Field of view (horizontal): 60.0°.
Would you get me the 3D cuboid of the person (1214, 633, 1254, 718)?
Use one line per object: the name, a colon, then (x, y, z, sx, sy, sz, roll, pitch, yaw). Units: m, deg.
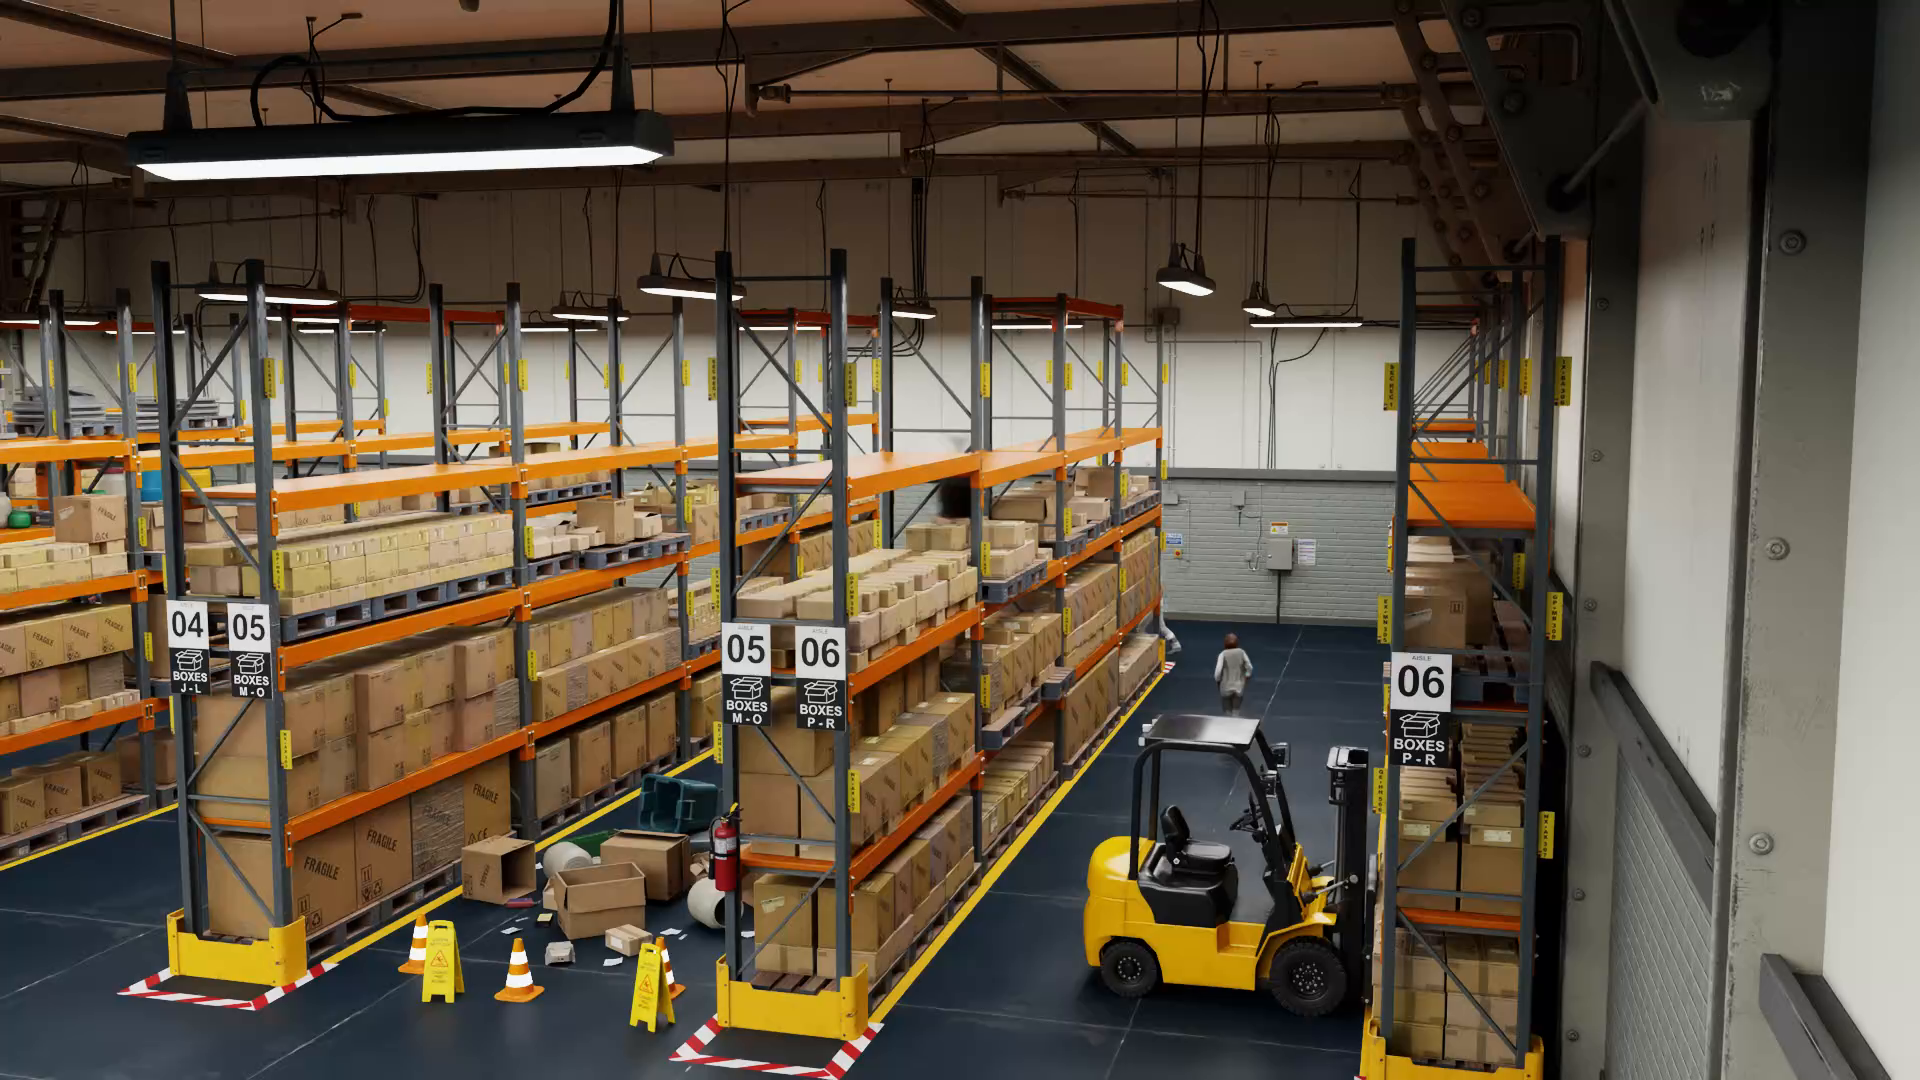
person: (3.709, 2.035, 22.482, 0.540, 1.541, 0.517, 0, 6, -5)

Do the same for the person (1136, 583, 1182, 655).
person: (3.399, 1.198, 29.133, 1.000, 1.764, 0.702, 2, 6, 19)
